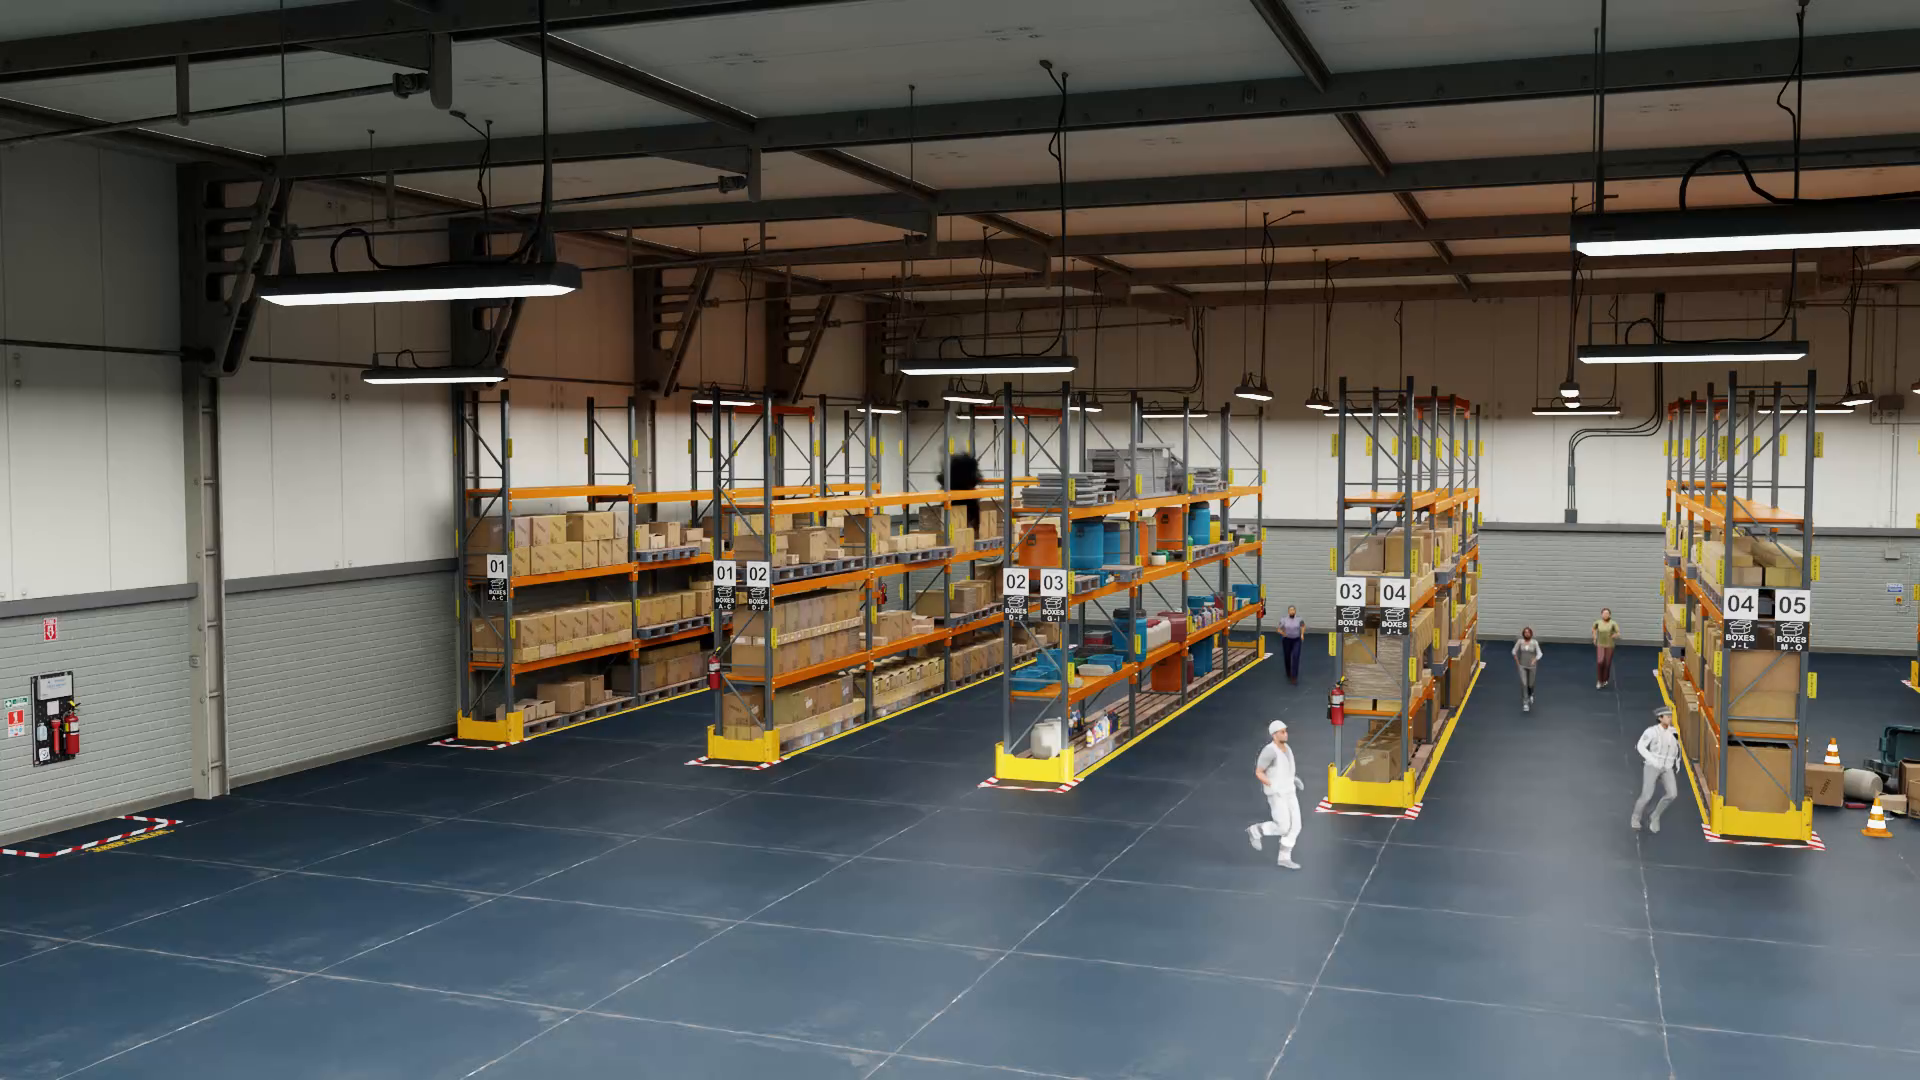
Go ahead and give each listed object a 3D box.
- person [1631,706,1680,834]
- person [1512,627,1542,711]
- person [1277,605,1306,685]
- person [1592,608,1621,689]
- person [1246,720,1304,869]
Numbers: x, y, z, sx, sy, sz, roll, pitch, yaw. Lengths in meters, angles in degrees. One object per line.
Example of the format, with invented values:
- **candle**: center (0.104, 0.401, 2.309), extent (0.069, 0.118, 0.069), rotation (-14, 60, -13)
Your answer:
- **person**: center (9.139, 2.982, 21.702), extent (0.641, 1.659, 0.612), rotation (0, 3, -5)
- **person**: center (10.878, 2.461, 31.933), extent (0.550, 1.589, 0.664), rotation (1, 3, 20)
- **person**: center (7.079, 2.217, 35.529), extent (0.608, 1.647, 0.943), rotation (1, 3, 11)
- **person**: center (13.493, 2.267, 34.738), extent (0.567, 1.705, 0.706), rotation (1, 3, 20)
- **person**: center (3.802, 3.033, 19.958), extent (0.656, 1.749, 0.704), rotation (-3, 4, -44)
